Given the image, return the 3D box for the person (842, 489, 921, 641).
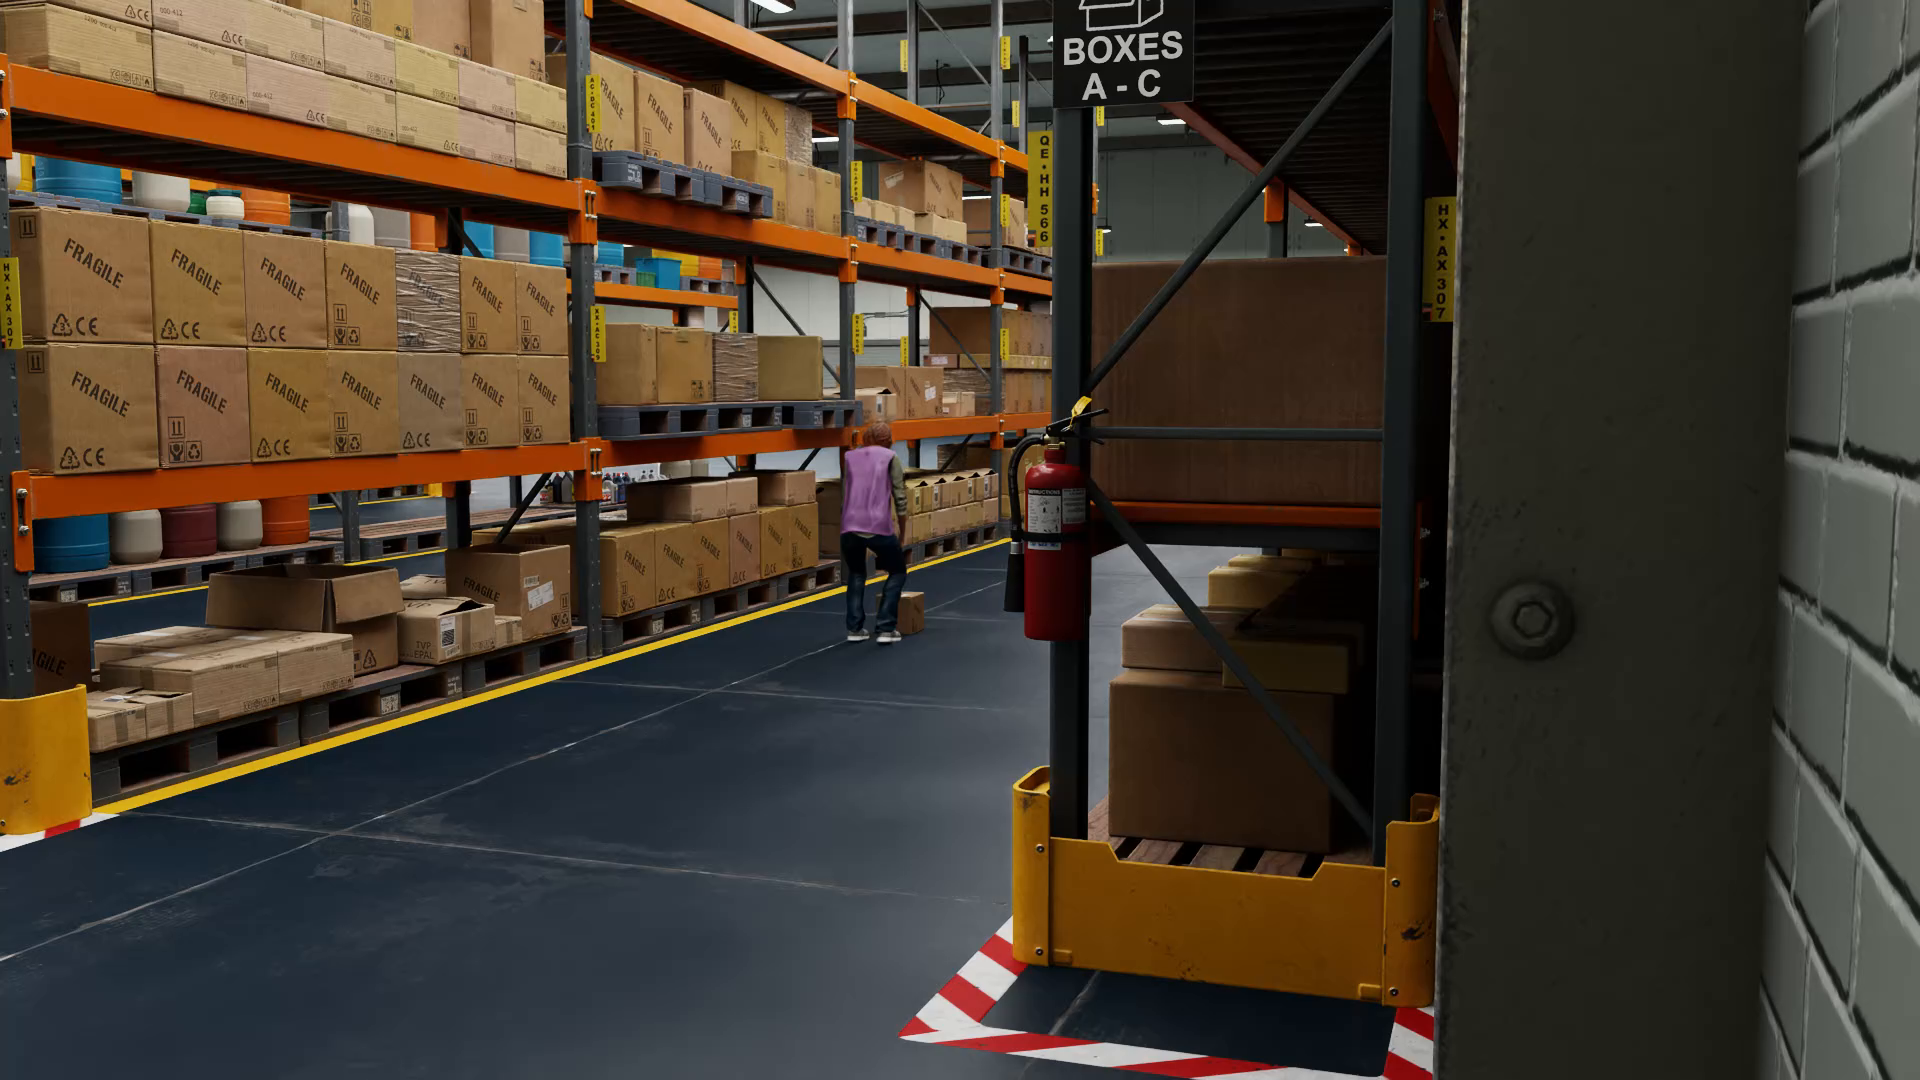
[{"bbox_3d":[-0.500,0.146,10.777,0.399,0.980,0.871,2,6,16],"label":"person"}]
